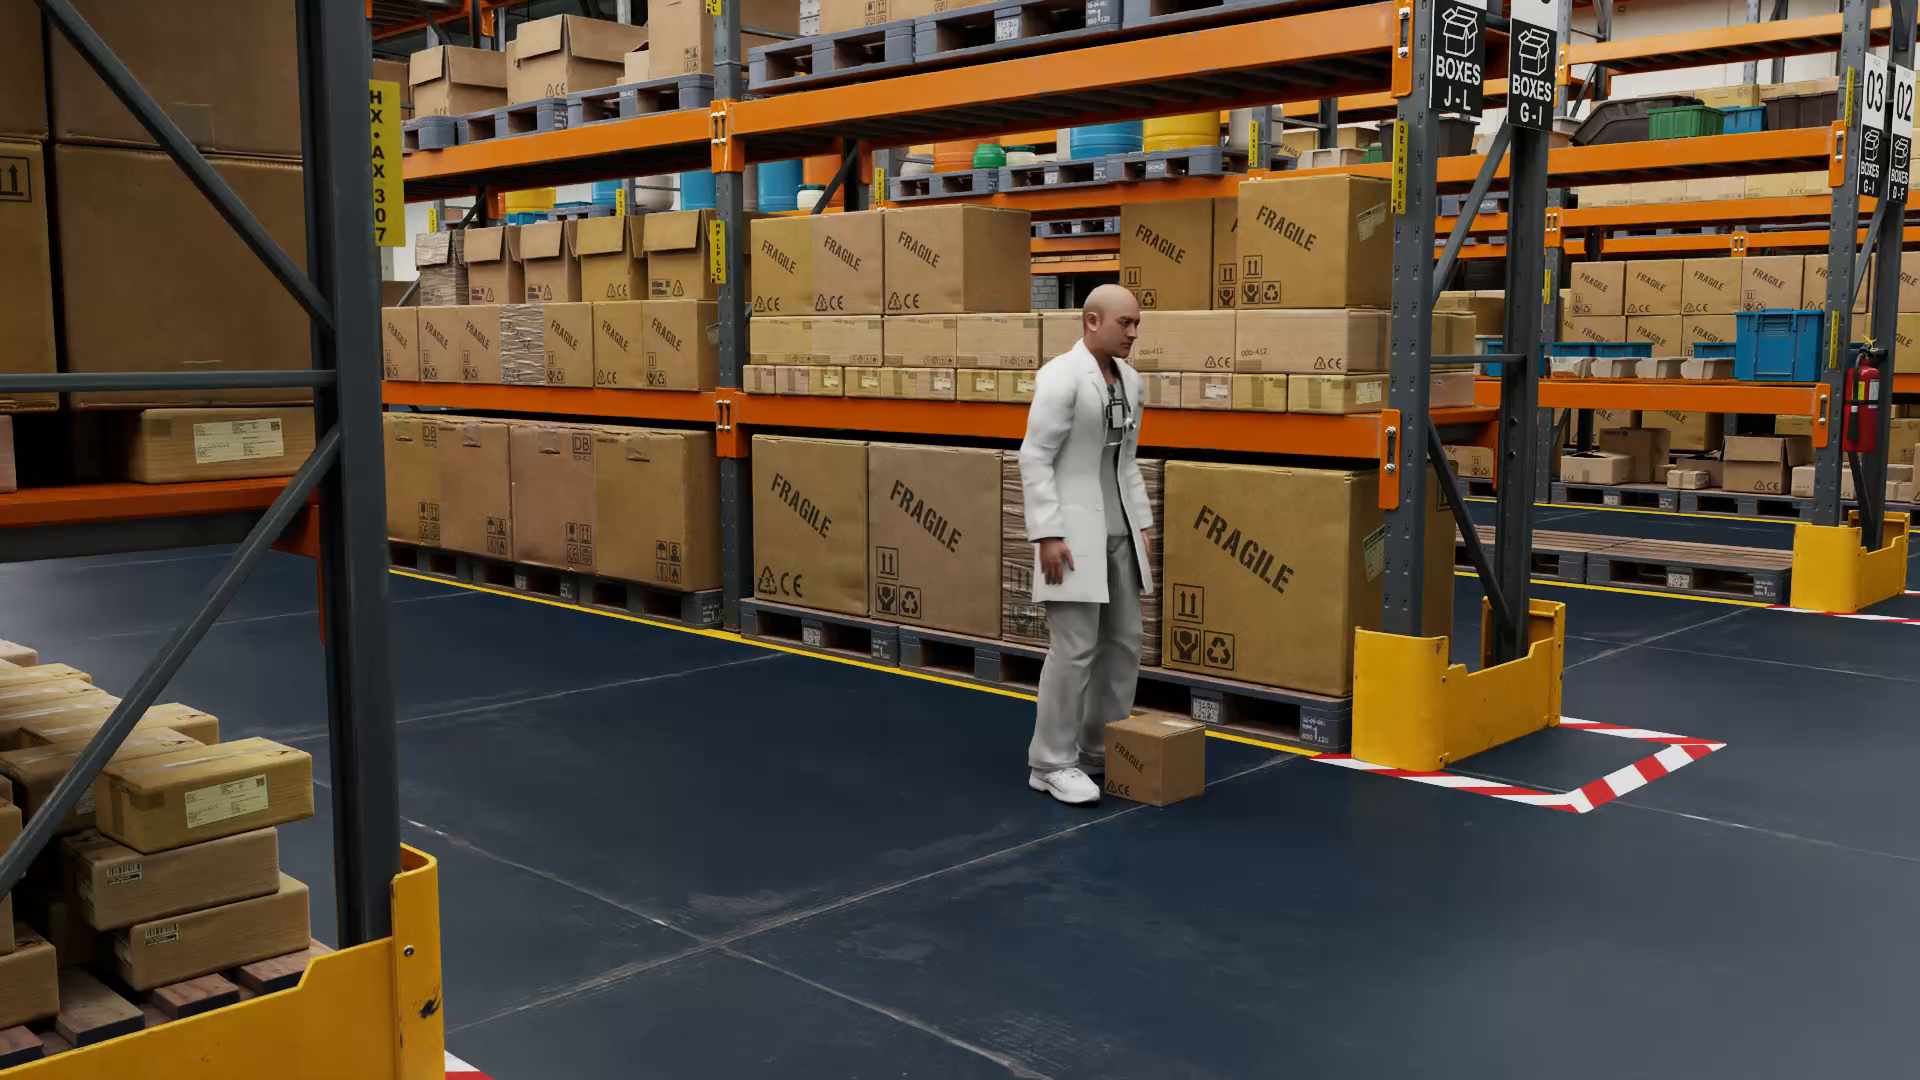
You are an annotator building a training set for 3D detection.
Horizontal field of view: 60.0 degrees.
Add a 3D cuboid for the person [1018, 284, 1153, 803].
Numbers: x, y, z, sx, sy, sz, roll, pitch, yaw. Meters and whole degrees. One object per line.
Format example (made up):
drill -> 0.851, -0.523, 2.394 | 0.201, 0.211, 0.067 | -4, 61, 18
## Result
person -> 0.469, -0.006, 5.866 | 0.428, 1.773, 0.640 | 6, 9, 42
